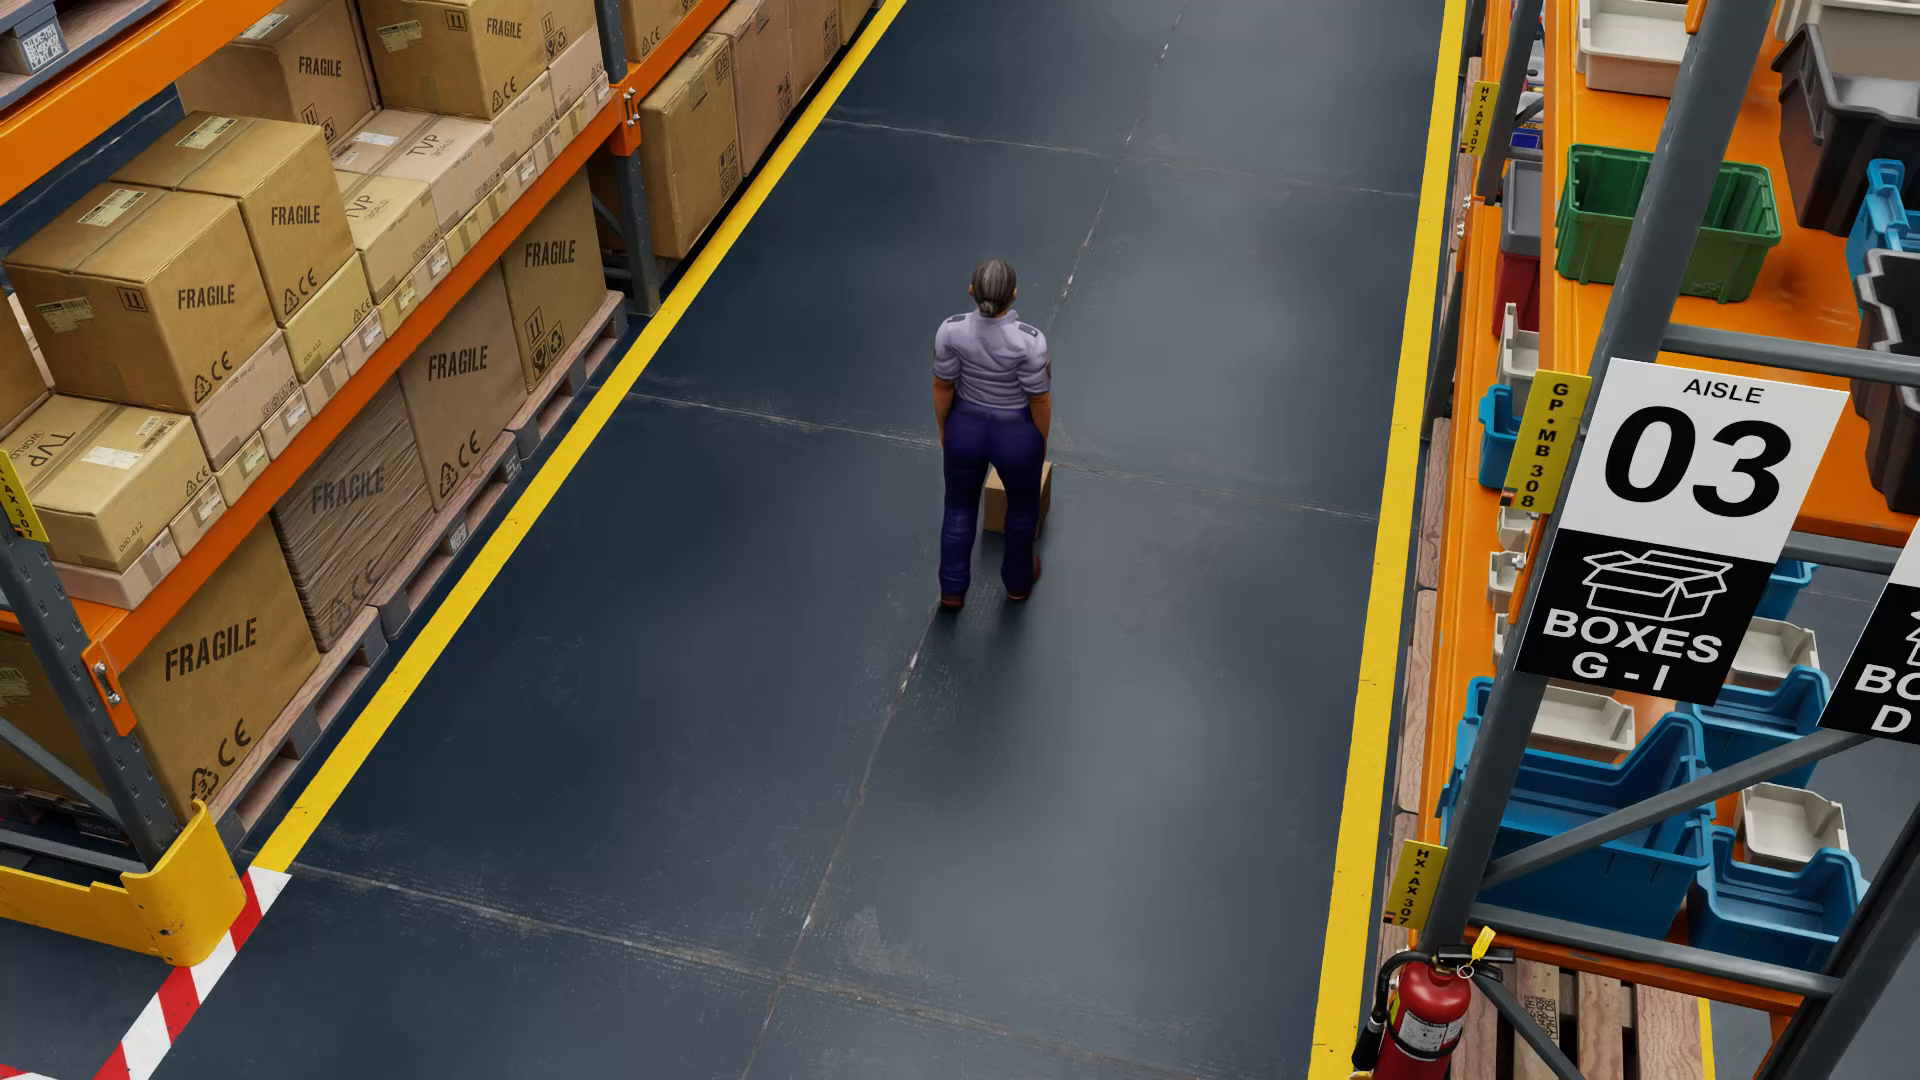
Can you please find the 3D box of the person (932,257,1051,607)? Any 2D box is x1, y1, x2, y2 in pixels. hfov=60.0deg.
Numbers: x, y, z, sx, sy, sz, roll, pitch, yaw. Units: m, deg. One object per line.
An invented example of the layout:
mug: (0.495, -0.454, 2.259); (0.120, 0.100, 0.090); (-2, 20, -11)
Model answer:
person: (0.134, -0.409, 6.666); (0.473, 1.688, 0.433); (11, 42, 12)
